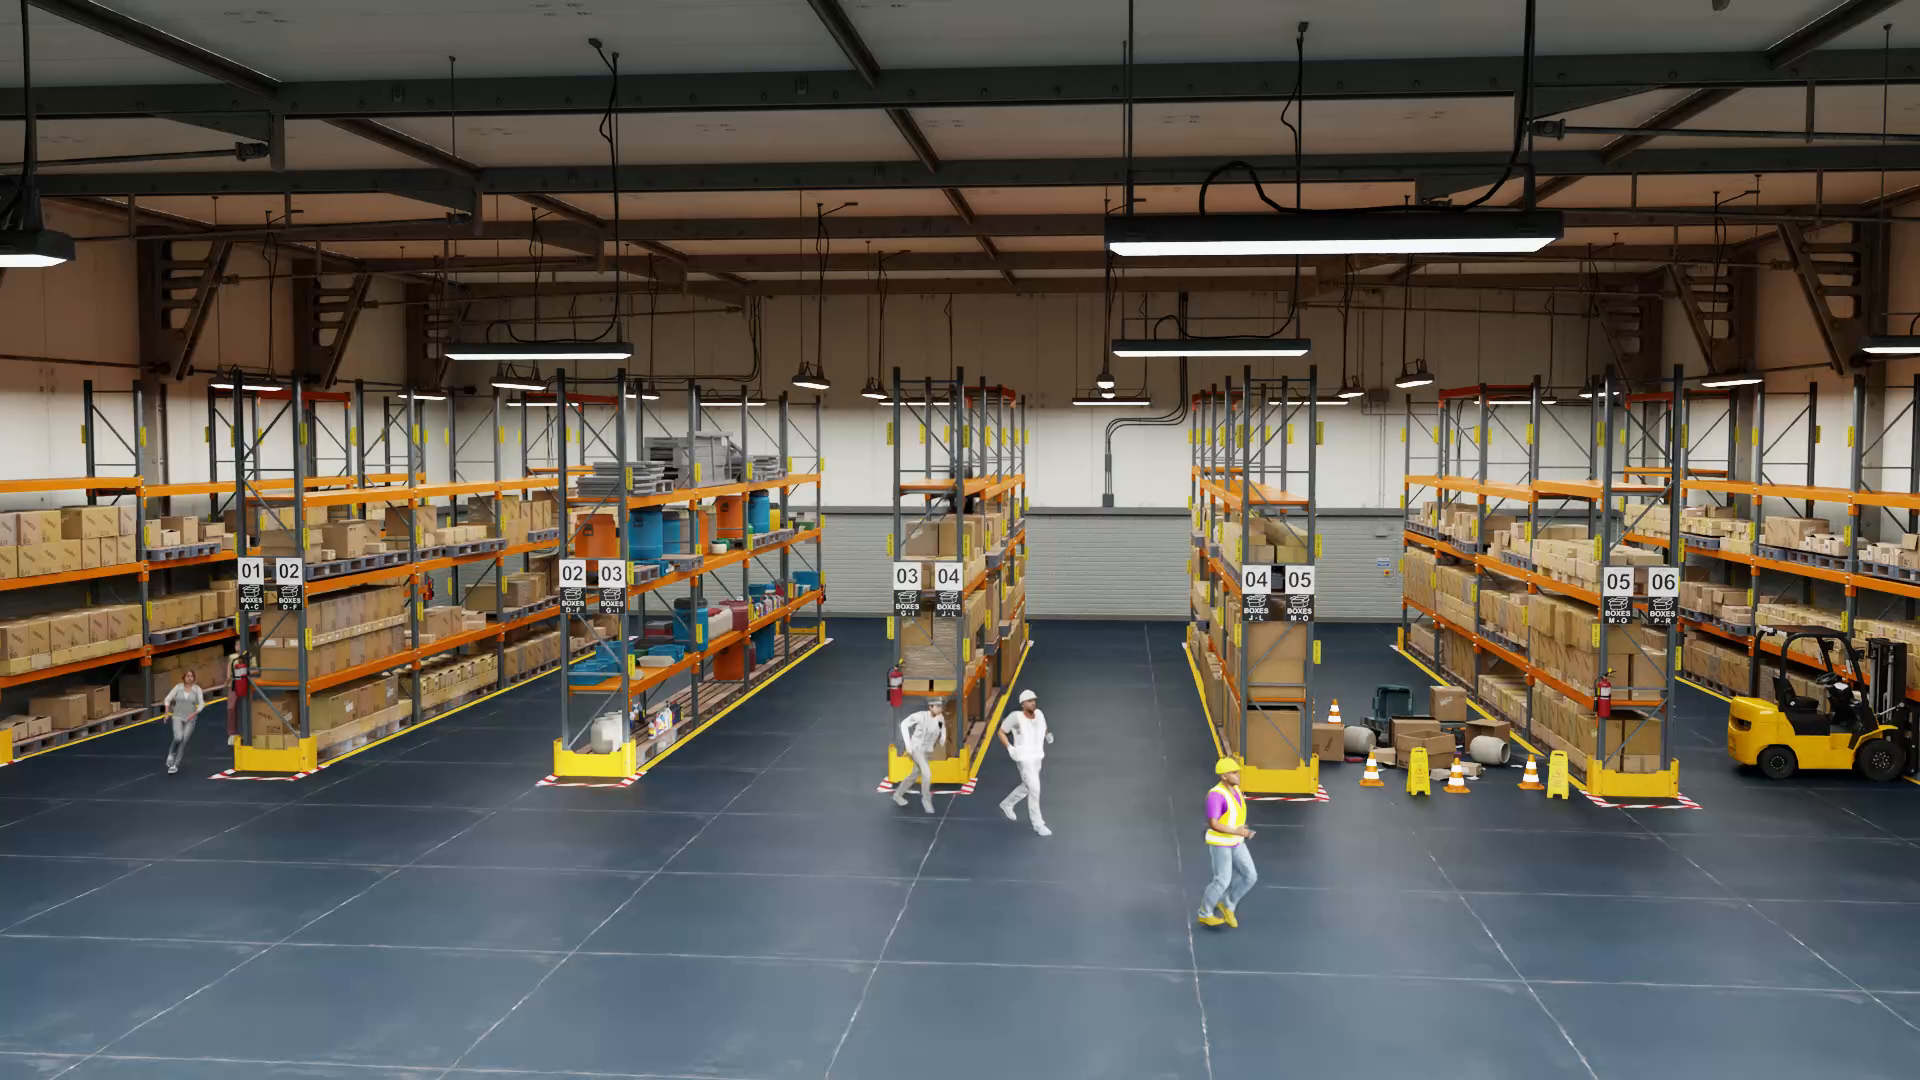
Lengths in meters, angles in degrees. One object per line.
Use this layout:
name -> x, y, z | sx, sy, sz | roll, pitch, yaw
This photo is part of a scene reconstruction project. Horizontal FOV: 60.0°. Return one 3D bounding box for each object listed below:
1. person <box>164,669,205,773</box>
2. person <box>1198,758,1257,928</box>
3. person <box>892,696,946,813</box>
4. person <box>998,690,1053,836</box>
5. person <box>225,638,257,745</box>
person -> -11.535, 2.696, 24.747 | 0.558, 1.527, 0.514 | -2, 4, -27
person -> 2.740, 3.088, 16.835 | 0.684, 1.781, 0.734 | 3, 5, 38
person -> -0.533, 2.857, 22.344 | 0.643, 1.615, 0.851 | -3, 5, -41
person -> 0.863, 2.792, 21.155 | 0.665, 1.796, 0.926 | -3, 5, -43
person -> -11.802, 2.452, 27.309 | 0.557, 1.701, 0.879 | 0, 4, -6
